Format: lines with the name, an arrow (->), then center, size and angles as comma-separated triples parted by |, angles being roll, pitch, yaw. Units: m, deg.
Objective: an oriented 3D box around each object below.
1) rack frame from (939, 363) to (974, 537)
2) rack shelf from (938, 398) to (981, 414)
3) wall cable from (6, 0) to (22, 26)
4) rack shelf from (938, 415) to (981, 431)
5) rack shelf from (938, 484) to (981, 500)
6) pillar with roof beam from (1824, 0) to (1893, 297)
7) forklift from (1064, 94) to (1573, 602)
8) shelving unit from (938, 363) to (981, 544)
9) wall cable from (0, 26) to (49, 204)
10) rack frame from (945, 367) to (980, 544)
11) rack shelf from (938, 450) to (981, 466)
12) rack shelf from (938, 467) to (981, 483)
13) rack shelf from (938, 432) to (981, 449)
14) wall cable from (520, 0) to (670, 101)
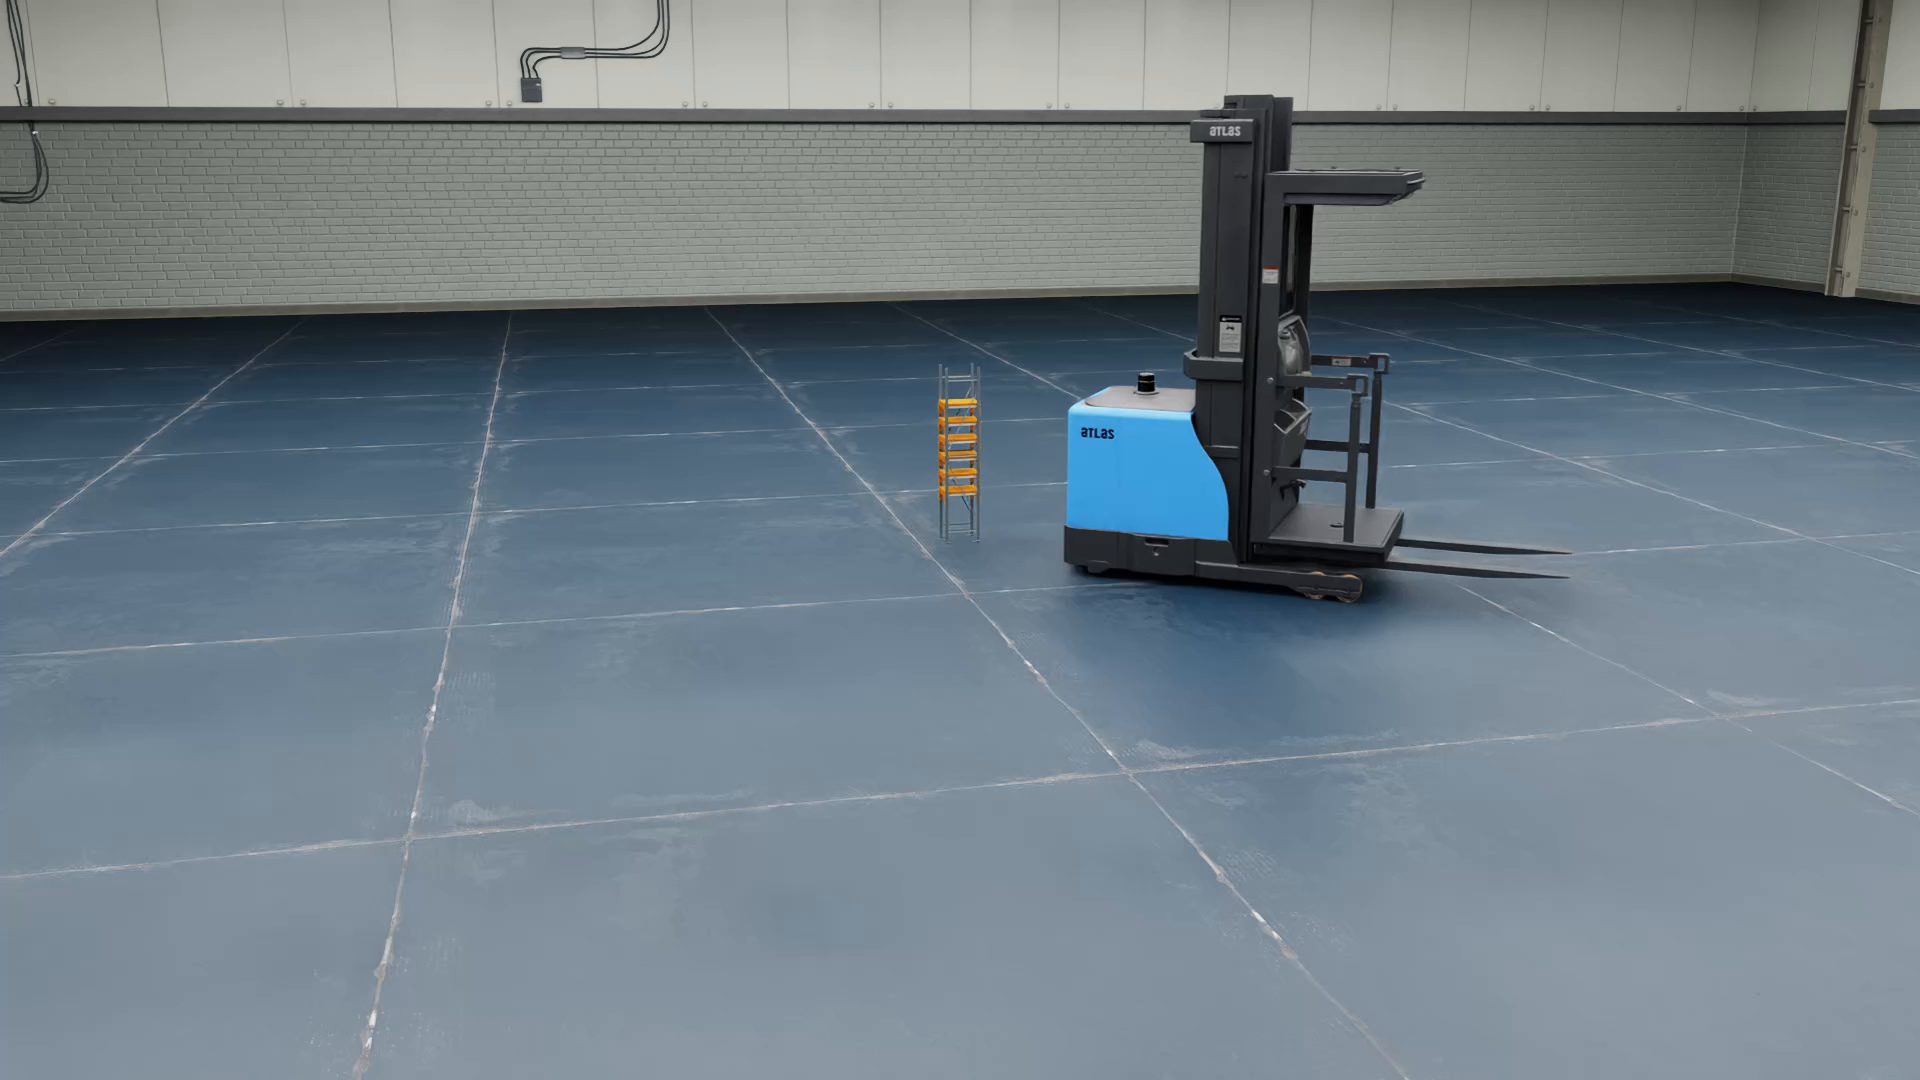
rack frame -> -0.025, -0.607, 11.385 | 0.240, 1.200, 0.006 | -3, 14, -13
rack shelf -> -0.003, -0.893, 11.223 | 0.258, 0.103, 0.180 | -3, 14, -13
wall cable -> -12.240, -8.669, 23.851 | 3.097, 2.526, 0.112 | -3, 14, -13
rack shelf -> -0.003, -0.776, 11.252 | 0.258, 0.103, 0.180 | -3, 14, -13
rack shelf -> -0.003, -0.310, 11.366 | 0.258, 0.103, 0.180 | -3, 14, -13
pillar with roof beam -> 10.972, -8.336, 26.586 | 9.100, 9.000, 0.400 | -3, 14, -13
forklift -> 2.231, -1.195, 10.141 | 3.031, 2.935, 1.130 | 5, 15, 20
shelving unit -> -0.003, -0.586, 11.298 | 0.258, 1.200, 0.189 | -3, 14, -13
wall cable -> -14.869, -6.065, 23.833 | 3.097, 2.526, 0.112 | -3, 14, -13
rack frame -> 0.018, -0.565, 11.212 | 0.240, 1.200, 0.006 | -3, 14, -13
rack shelf -> -0.003, -0.543, 11.309 | 0.258, 0.103, 0.180 | -3, 14, -13
rack shelf -> -0.003, -0.426, 11.337 | 0.258, 0.103, 0.180 | -3, 14, -13
rack shelf -> -0.003, -0.660, 11.280 | 0.258, 0.103, 0.180 | -3, 14, -13
wall cable -> -5.638, -9.751, 25.212 | 2.305, 6.003, 0.169 | -3, 14, -13
